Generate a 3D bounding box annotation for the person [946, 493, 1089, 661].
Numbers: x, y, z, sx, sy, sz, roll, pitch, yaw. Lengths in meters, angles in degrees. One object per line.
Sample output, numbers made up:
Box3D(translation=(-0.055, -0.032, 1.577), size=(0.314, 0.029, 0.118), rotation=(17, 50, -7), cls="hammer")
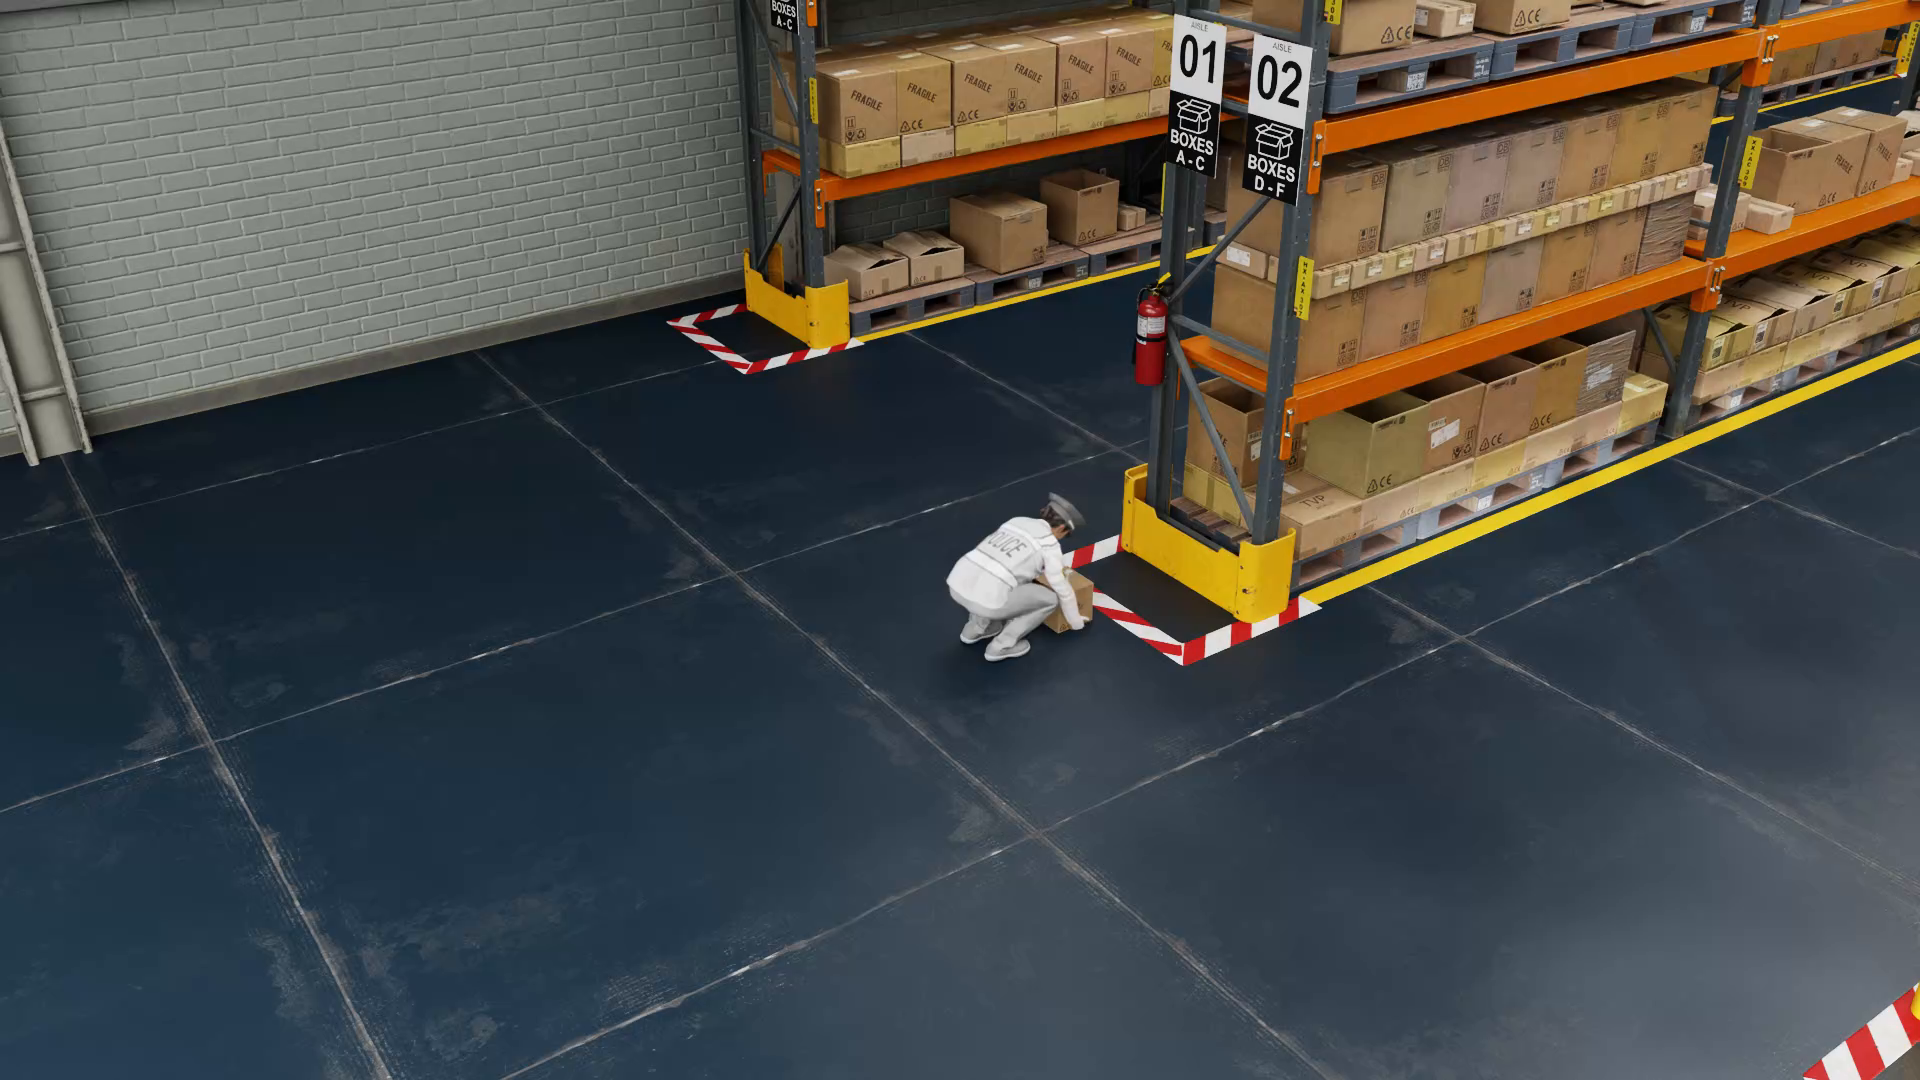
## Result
Box3D(translation=(0.335, 0.224, 9.212), size=(0.892, 0.840, 0.470), rotation=(-19, 34, -31), cls="person")
